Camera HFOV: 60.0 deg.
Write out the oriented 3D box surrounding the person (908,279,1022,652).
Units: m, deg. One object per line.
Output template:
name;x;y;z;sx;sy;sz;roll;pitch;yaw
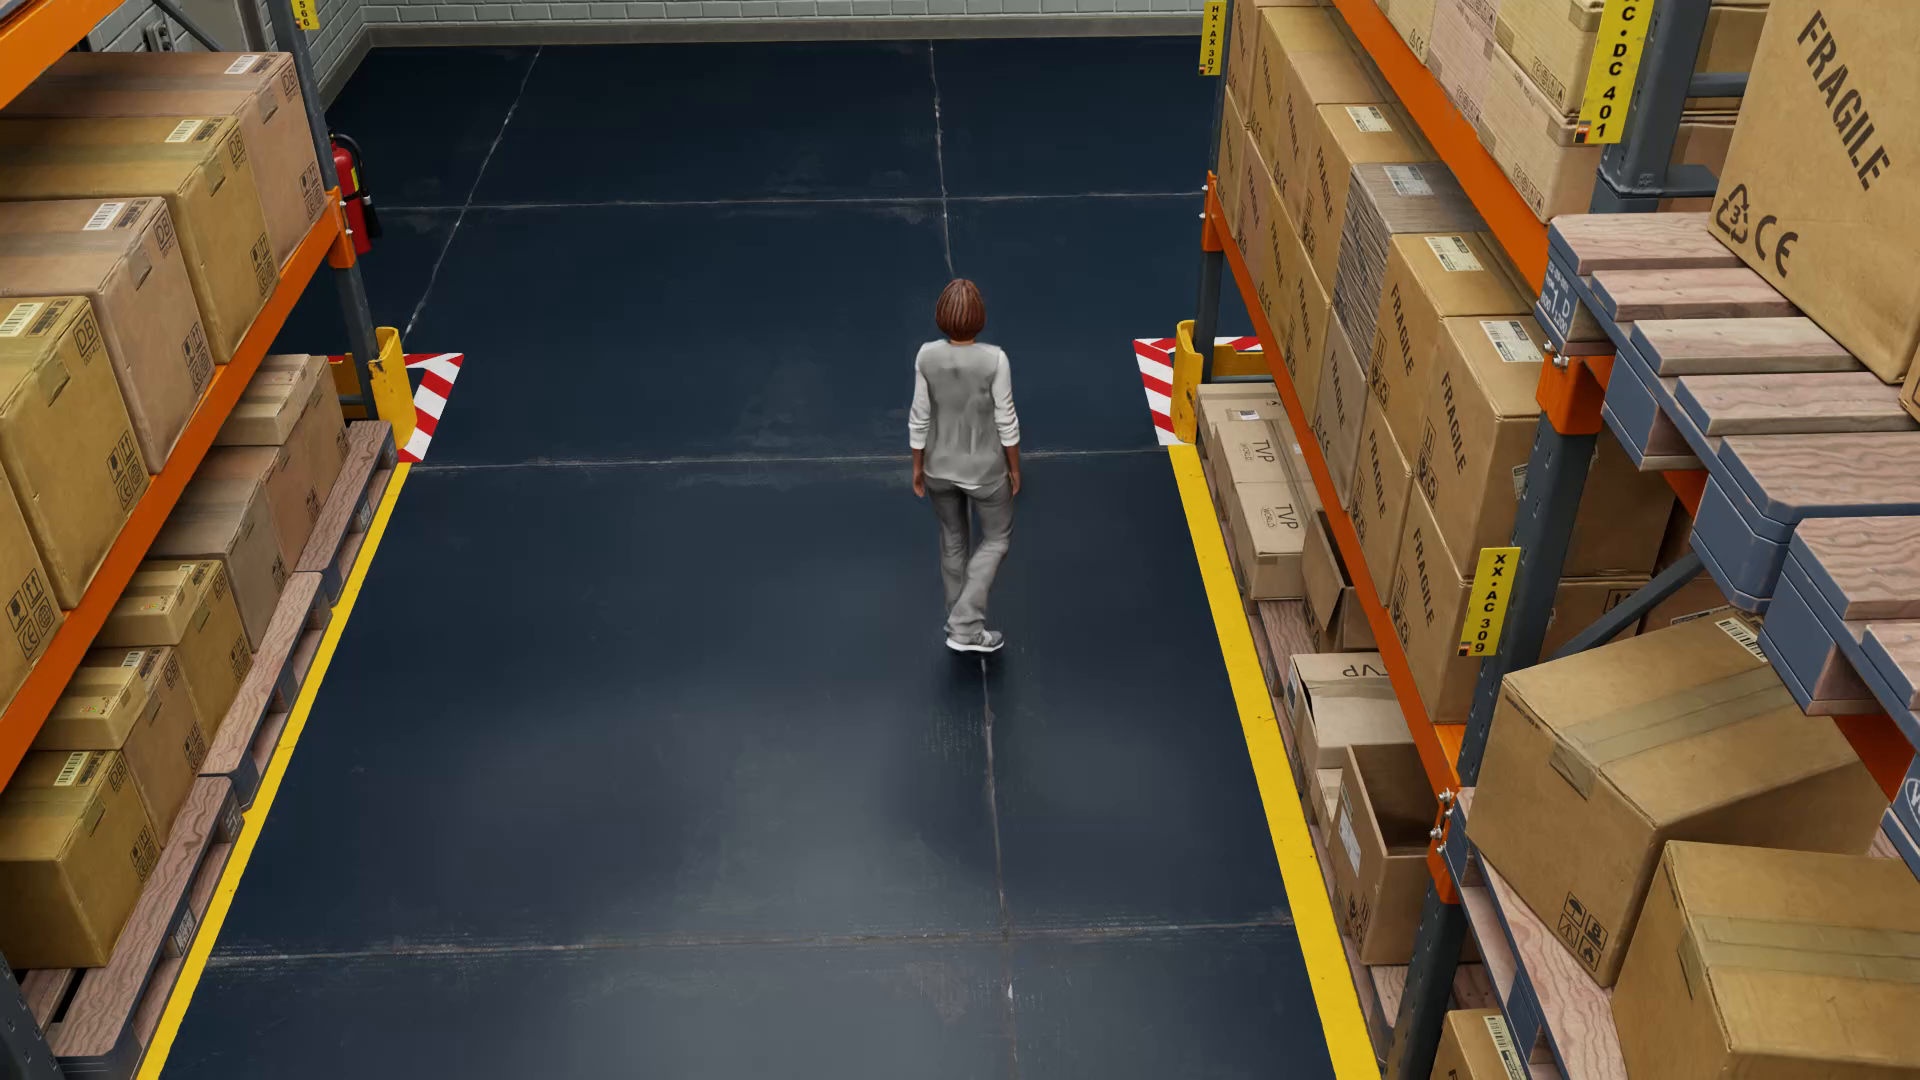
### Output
person;0.006;-0.233;6.505;0.437;1.559;0.512;10;37;13
